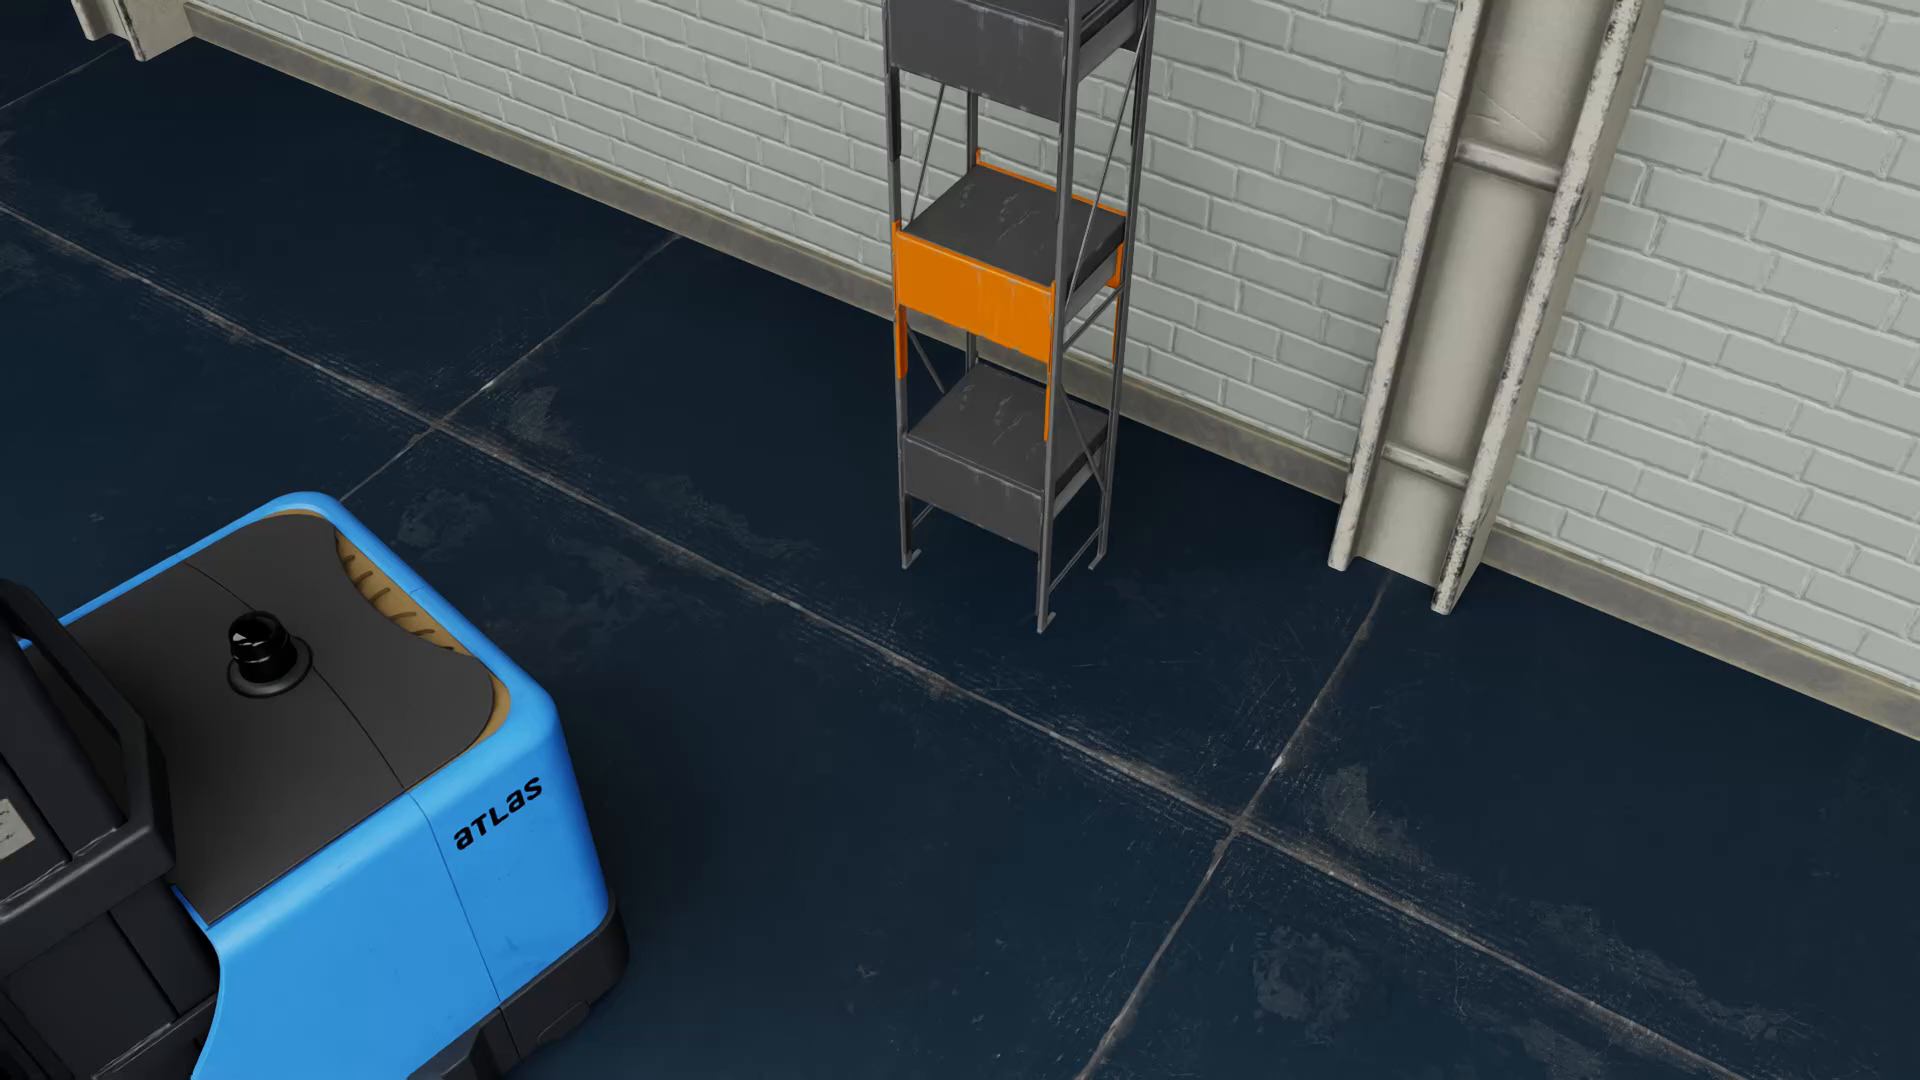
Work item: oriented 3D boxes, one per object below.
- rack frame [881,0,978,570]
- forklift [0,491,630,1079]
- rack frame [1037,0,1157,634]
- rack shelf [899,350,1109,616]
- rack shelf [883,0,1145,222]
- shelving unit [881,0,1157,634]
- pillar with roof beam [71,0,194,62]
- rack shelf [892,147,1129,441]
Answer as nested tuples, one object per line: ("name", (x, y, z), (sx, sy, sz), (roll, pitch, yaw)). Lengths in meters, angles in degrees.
("rack frame", (-0.066, -0.762, 4.526), (0.015, 2.100, 0.400), (25, 51, 22))
("forklift", (-2.210, 0.586, 2.637), (1.130, 2.935, 3.031), (35, 55, 29))
("rack frame", (0.345, -0.573, 4.343), (0.015, 2.100, 0.400), (25, 51, 22))
("rack shelf", (0.139, -0.170, 4.946), (0.480, 0.518, 0.431), (25, 51, 22))
("rack shelf", (0.139, -1.146, 3.942), (0.480, 0.518, 0.431), (25, 51, 22))
("shelving unit", (0.139, -0.668, 4.435), (0.503, 2.100, 0.431), (25, 51, 22))
("pillar with roof beam", (-5.984, -2.800, 1.696), (0.400, 9.000, 9.100), (25, 51, 22))
("rack shelf", (0.139, -0.658, 4.444), (0.480, 0.518, 0.431), (25, 51, 22))
